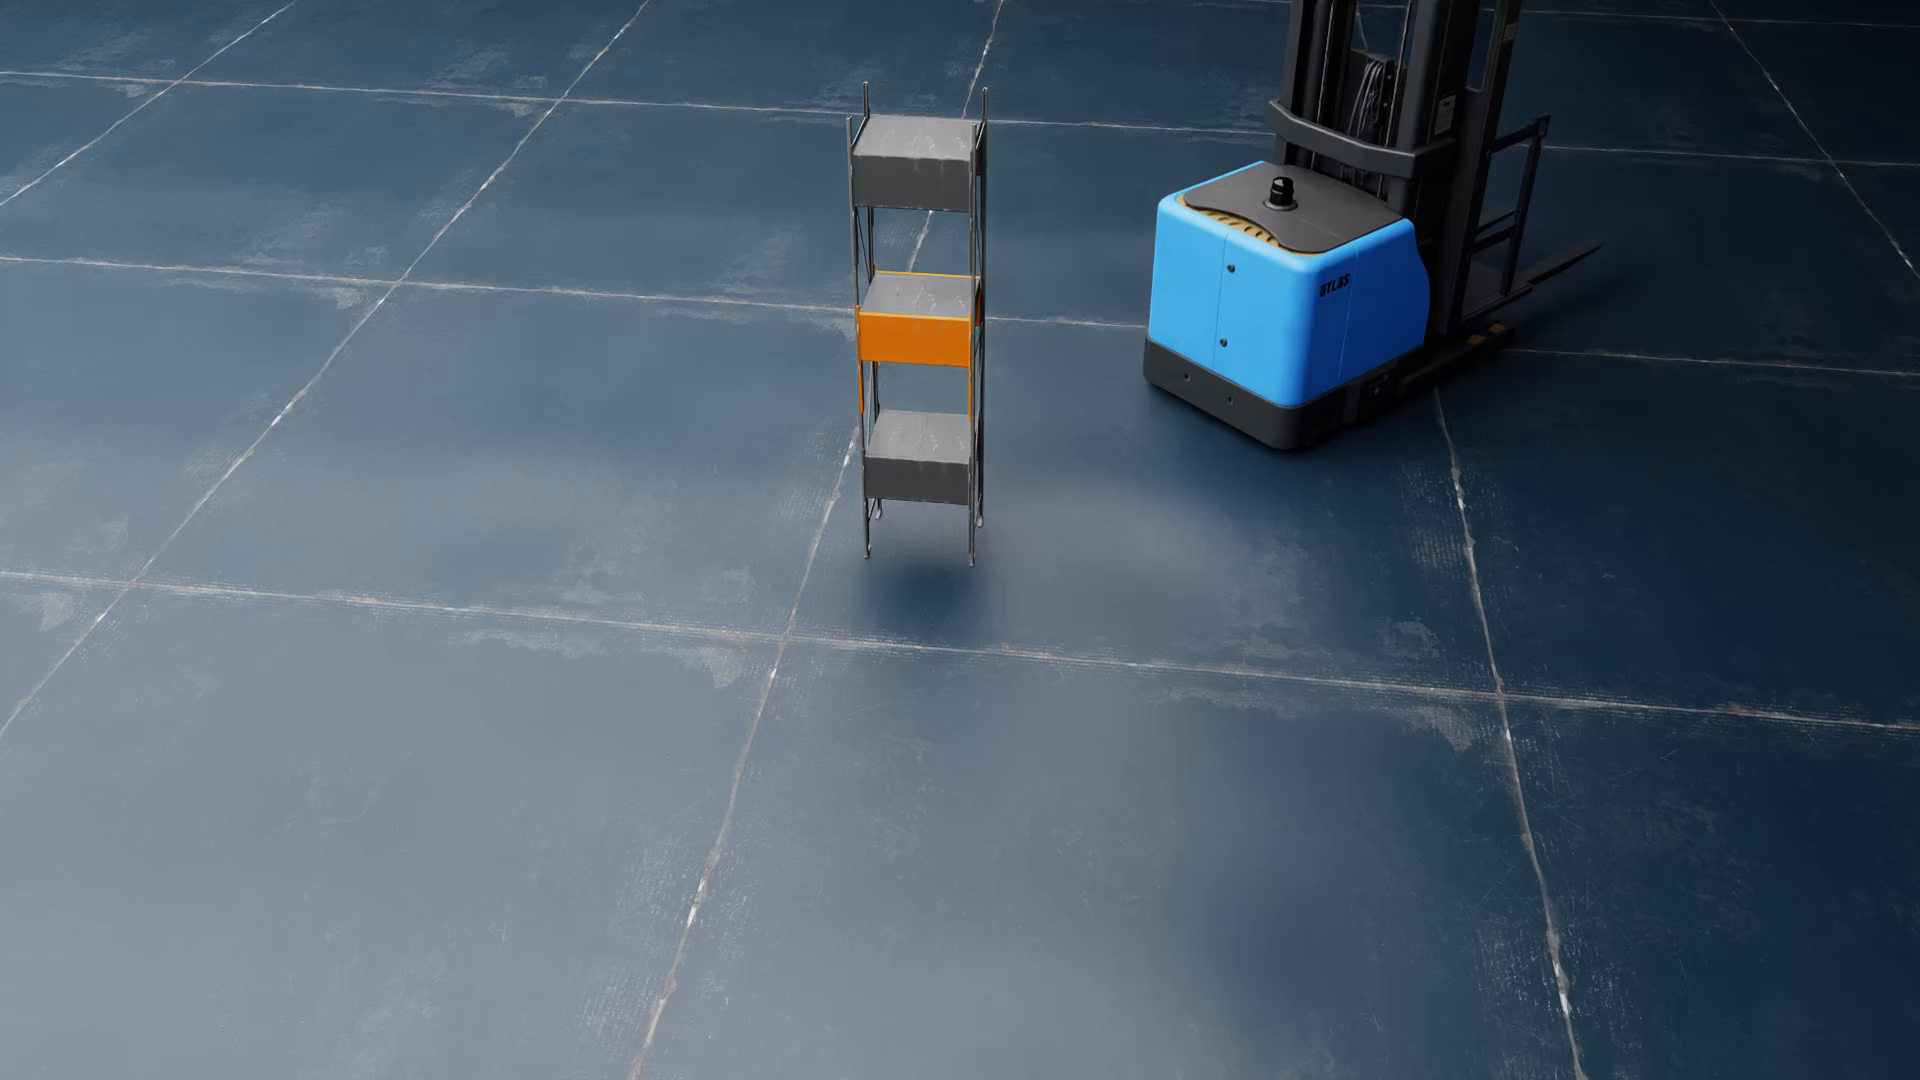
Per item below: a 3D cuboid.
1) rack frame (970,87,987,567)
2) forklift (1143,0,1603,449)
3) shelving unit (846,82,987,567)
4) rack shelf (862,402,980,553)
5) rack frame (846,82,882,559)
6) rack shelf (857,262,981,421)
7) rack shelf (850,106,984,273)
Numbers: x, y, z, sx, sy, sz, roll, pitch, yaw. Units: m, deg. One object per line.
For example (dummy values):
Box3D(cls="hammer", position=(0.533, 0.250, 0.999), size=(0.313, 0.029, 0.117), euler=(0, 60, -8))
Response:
Box3D(cls="rack frame", position=(0.078, -0.849, 7.132), size=(0.015, 2.100, 0.400), euler=(4, 36, 6))
Box3D(cls="forklift", position=(2.428, -2.356, 8.529), size=(3.031, 2.935, 1.130), euler=(-26, 43, -31))
Box3D(cls="shelving unit", position=(-0.164, -0.867, 7.157), size=(0.503, 2.100, 0.431), euler=(4, 36, 6))
Box3D(cls="rack shelf", position=(-0.164, -0.286, 7.572), size=(0.480, 0.518, 0.431), euler=(4, 36, 6))
Box3D(cls="rack frame", position=(-0.406, -0.885, 7.183), size=(0.015, 2.100, 0.400), euler=(4, 36, 6))
Box3D(cls="rack shelf", position=(-0.164, -0.856, 7.165), size=(0.480, 0.518, 0.431), euler=(4, 36, 6))
Box3D(cls="rack shelf", position=(-0.164, -1.426, 6.758), size=(0.480, 0.518, 0.431), euler=(4, 36, 6))
